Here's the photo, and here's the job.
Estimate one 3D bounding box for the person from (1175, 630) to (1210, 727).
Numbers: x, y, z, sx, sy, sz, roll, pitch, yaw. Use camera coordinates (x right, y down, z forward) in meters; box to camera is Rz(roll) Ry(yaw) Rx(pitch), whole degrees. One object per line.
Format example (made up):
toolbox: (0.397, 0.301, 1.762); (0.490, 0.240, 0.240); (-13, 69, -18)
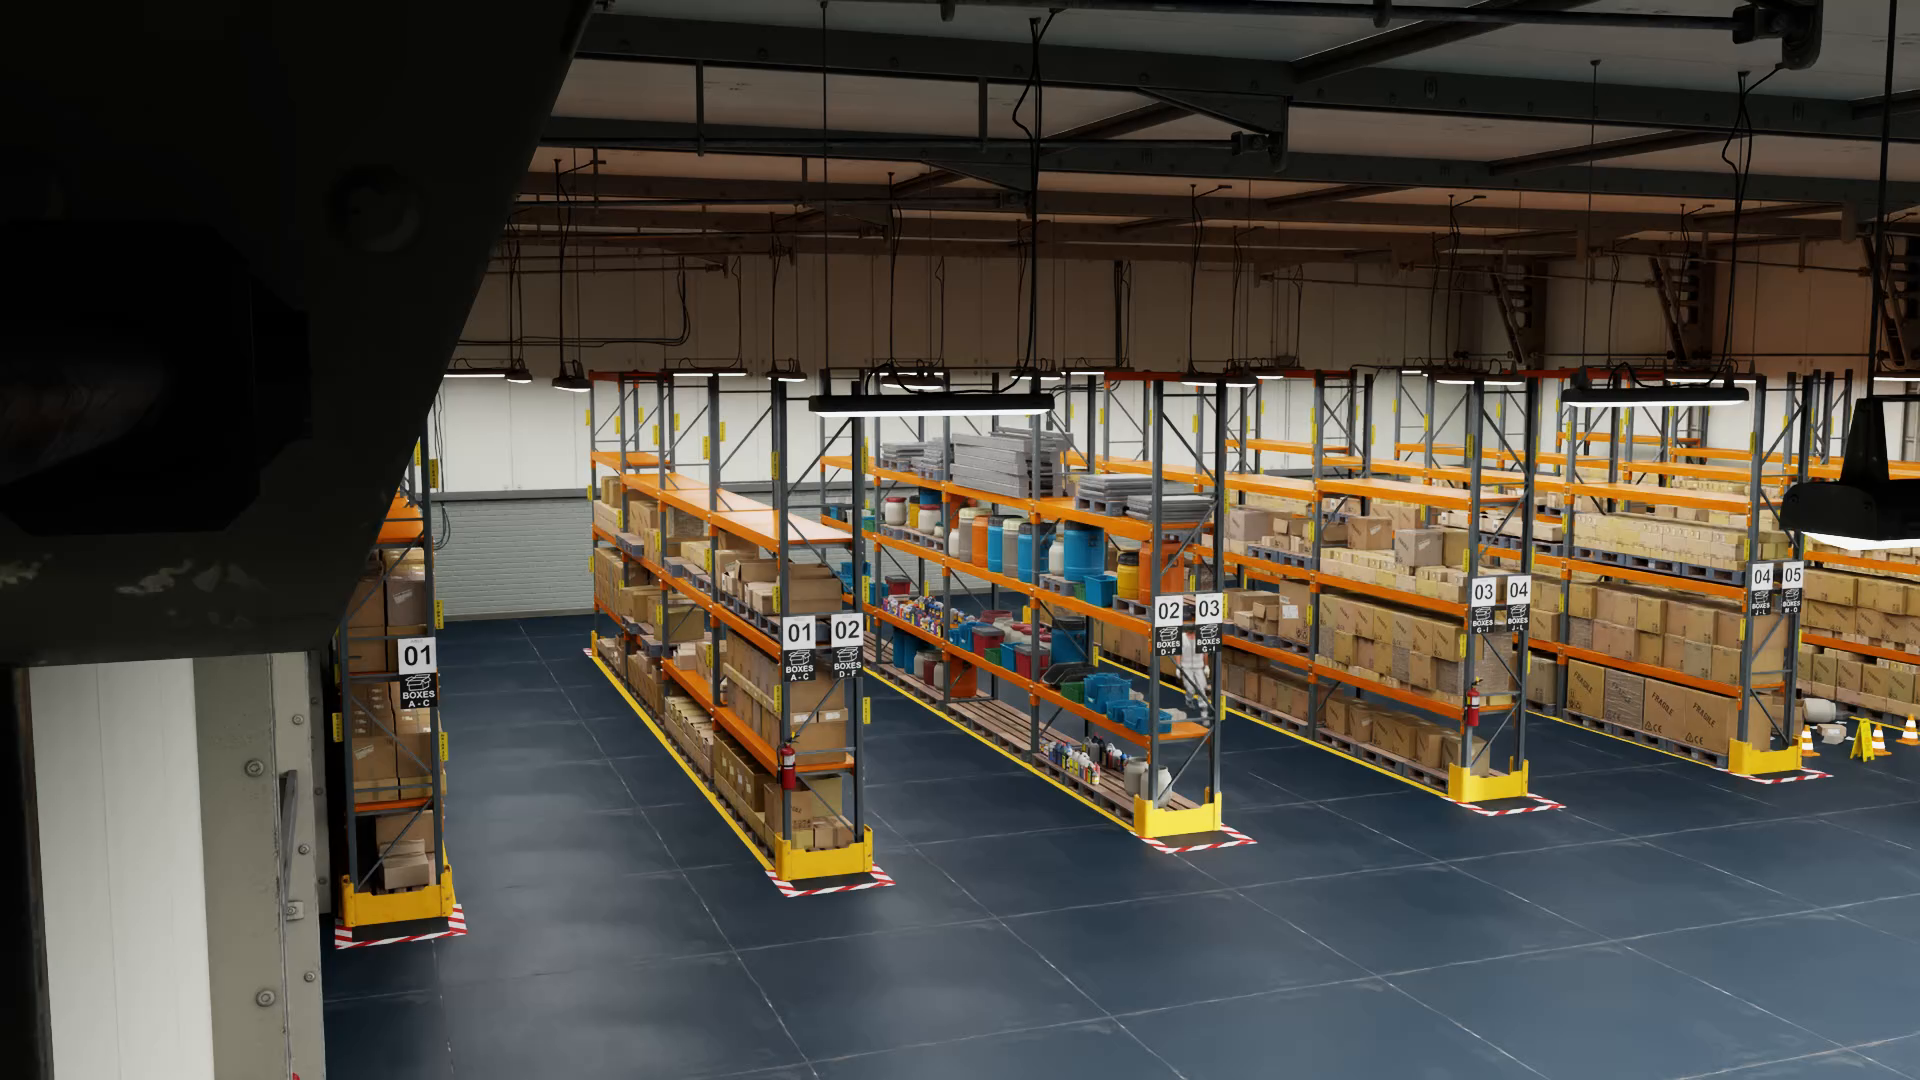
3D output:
person: (3.958, 2.219, 28.205); (0.619, 1.789, 0.638); (1, 6, 8)
